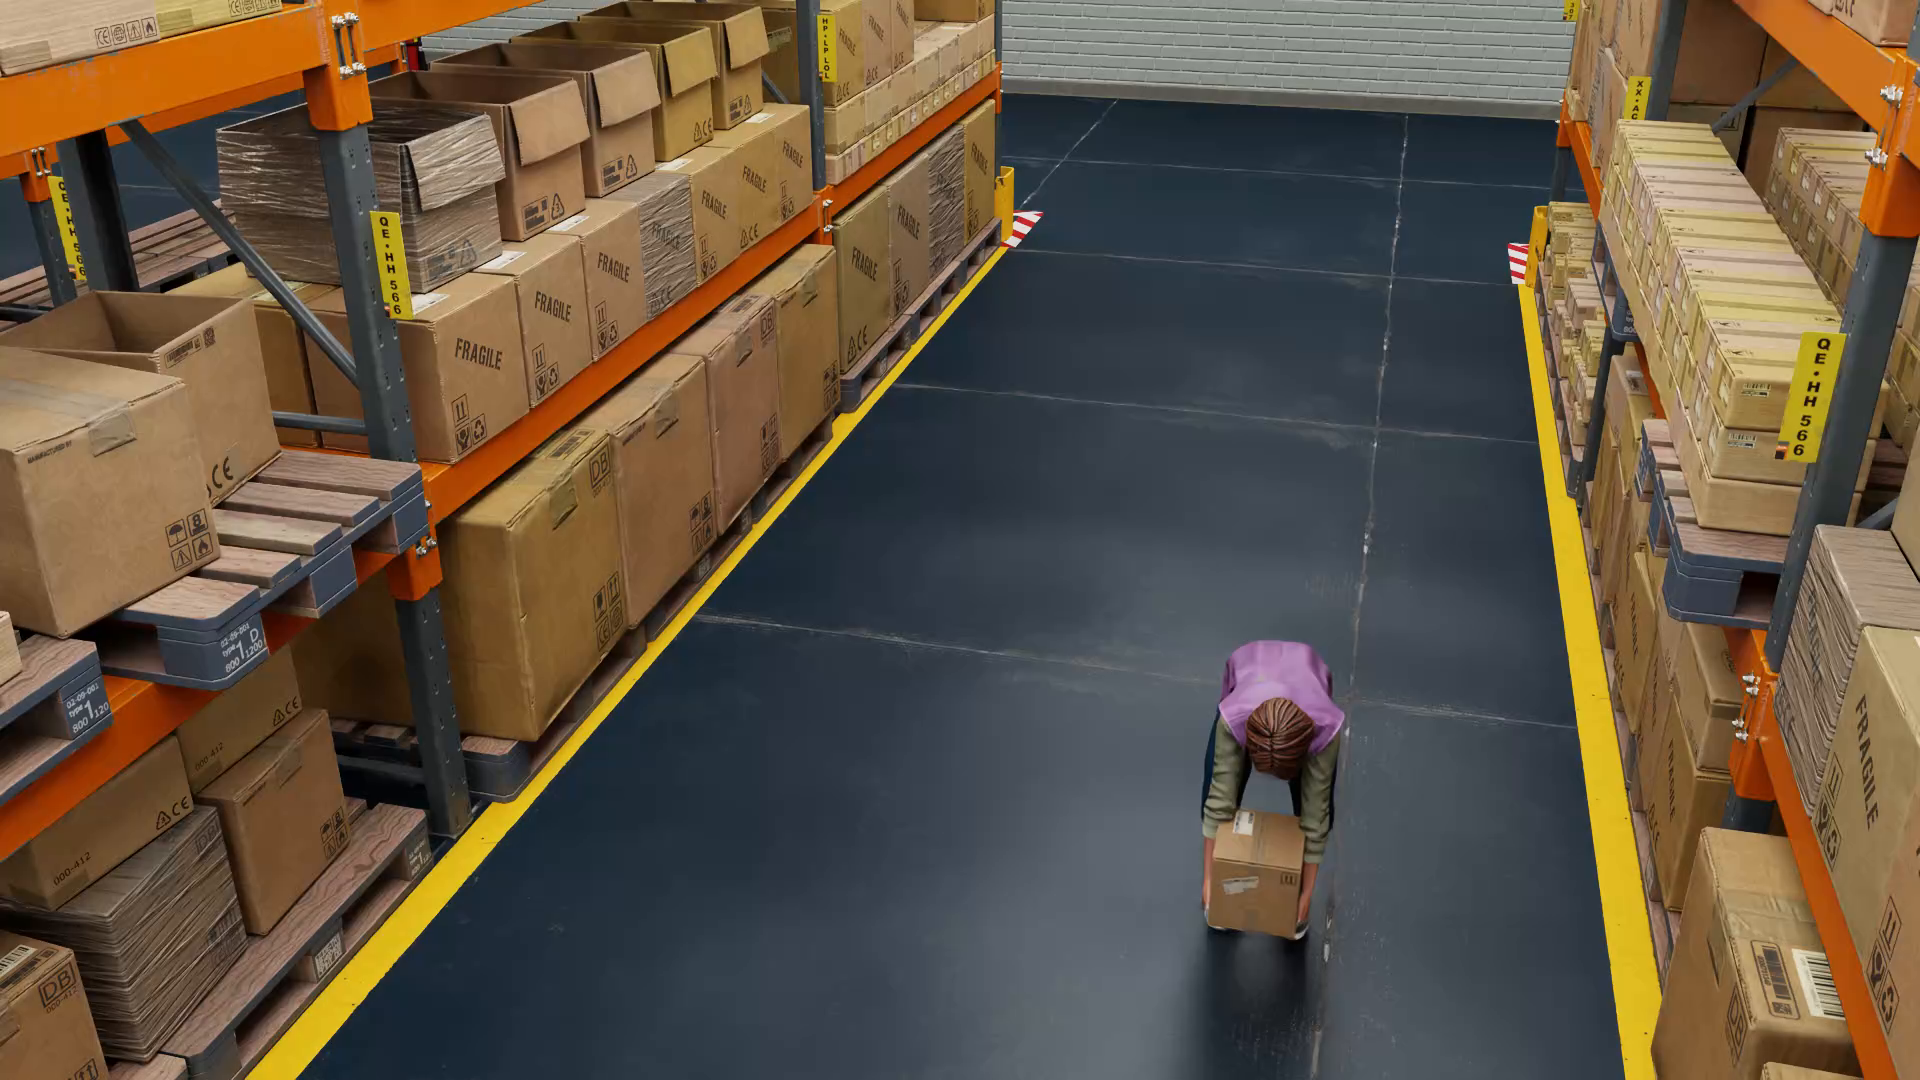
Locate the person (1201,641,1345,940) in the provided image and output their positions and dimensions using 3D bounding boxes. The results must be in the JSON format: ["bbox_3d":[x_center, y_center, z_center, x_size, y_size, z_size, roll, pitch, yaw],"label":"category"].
[{"bbox_3d":[0.933,0.806,5.046,0.407,1.079,0.849,5,26,11],"label":"person"}]
